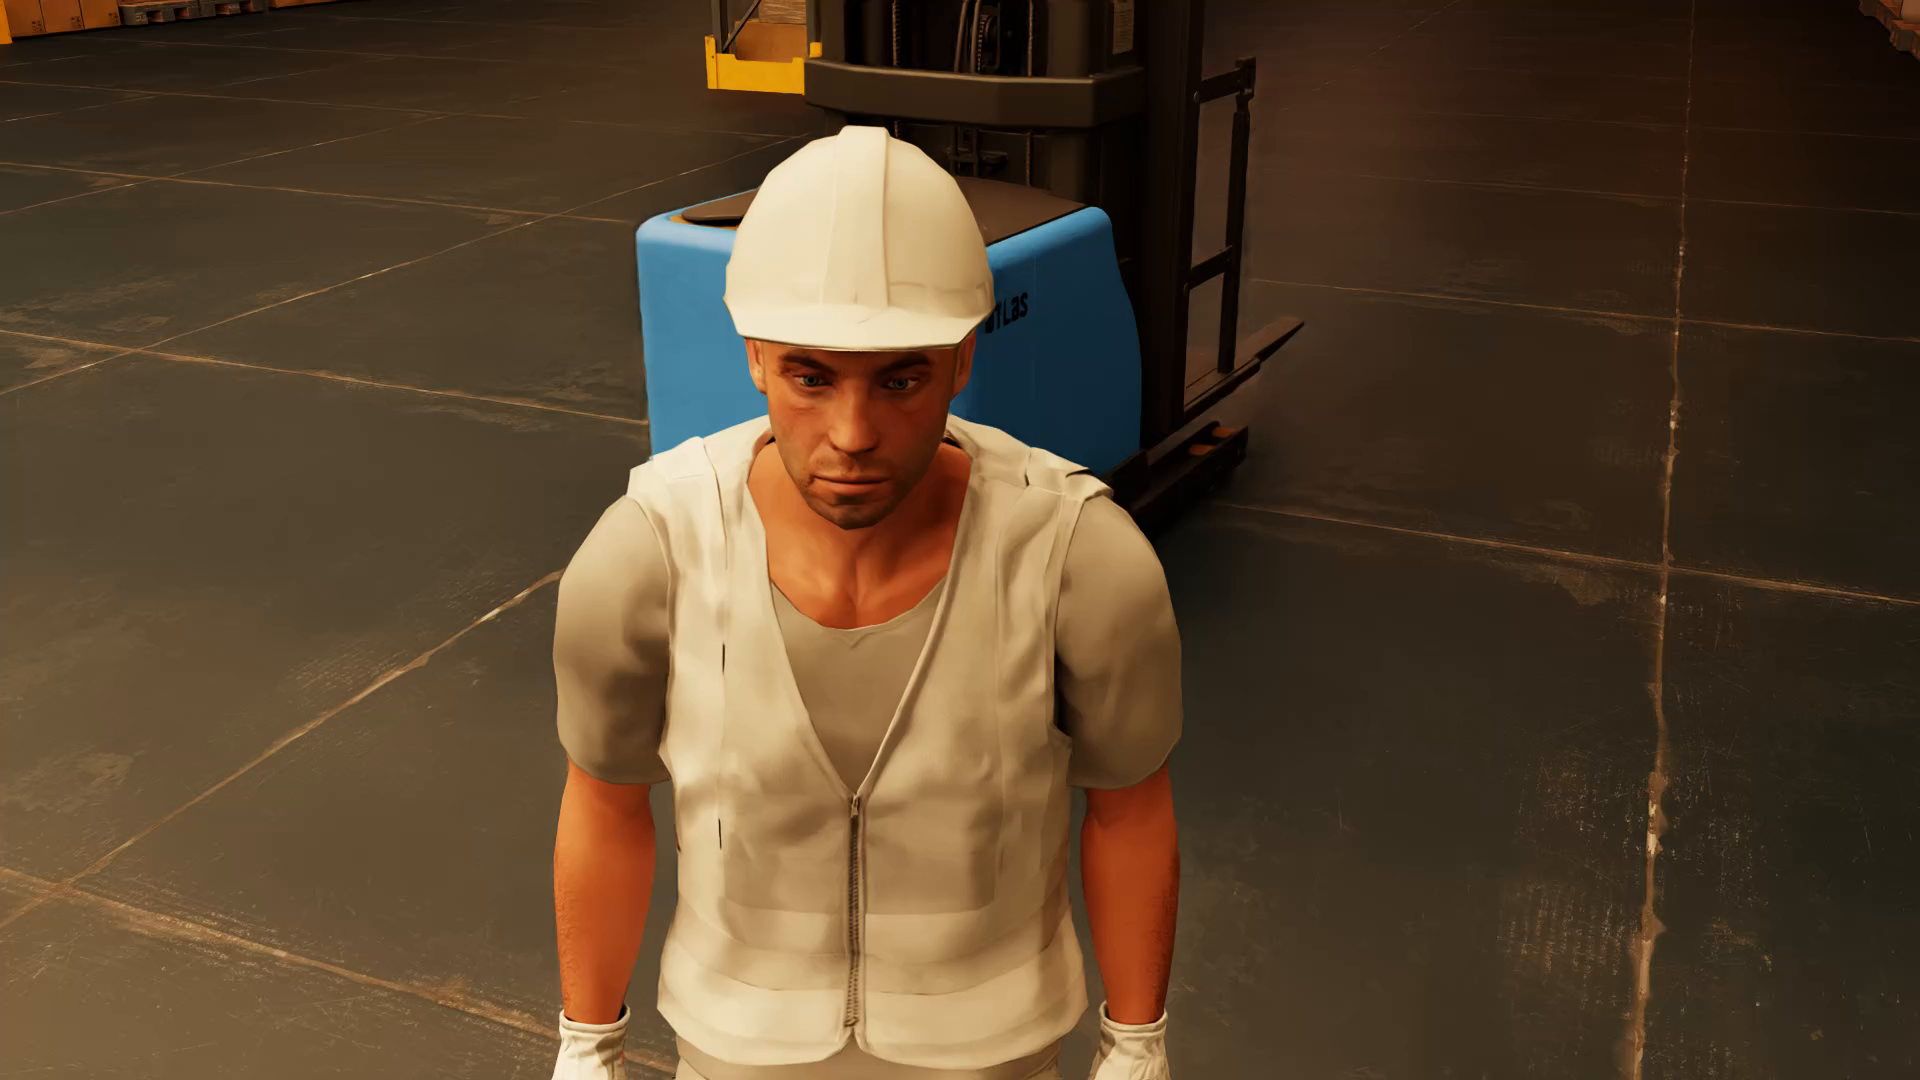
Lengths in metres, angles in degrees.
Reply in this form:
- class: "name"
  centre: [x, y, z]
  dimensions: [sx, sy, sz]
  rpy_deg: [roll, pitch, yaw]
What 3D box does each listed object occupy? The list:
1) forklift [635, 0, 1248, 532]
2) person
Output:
- class: "forklift"
  centre: [0.317, -1.583, 5.080]
  dimensions: [1.130, 2.935, 3.031]
  rpy_deg: [13, 26, 28]
- class: "person"
  centre: [-0.093, 0.474, 1.581]
  dimensions: [0.609, 1.718, 0.434]
  rpy_deg: [1, 23, 2]
